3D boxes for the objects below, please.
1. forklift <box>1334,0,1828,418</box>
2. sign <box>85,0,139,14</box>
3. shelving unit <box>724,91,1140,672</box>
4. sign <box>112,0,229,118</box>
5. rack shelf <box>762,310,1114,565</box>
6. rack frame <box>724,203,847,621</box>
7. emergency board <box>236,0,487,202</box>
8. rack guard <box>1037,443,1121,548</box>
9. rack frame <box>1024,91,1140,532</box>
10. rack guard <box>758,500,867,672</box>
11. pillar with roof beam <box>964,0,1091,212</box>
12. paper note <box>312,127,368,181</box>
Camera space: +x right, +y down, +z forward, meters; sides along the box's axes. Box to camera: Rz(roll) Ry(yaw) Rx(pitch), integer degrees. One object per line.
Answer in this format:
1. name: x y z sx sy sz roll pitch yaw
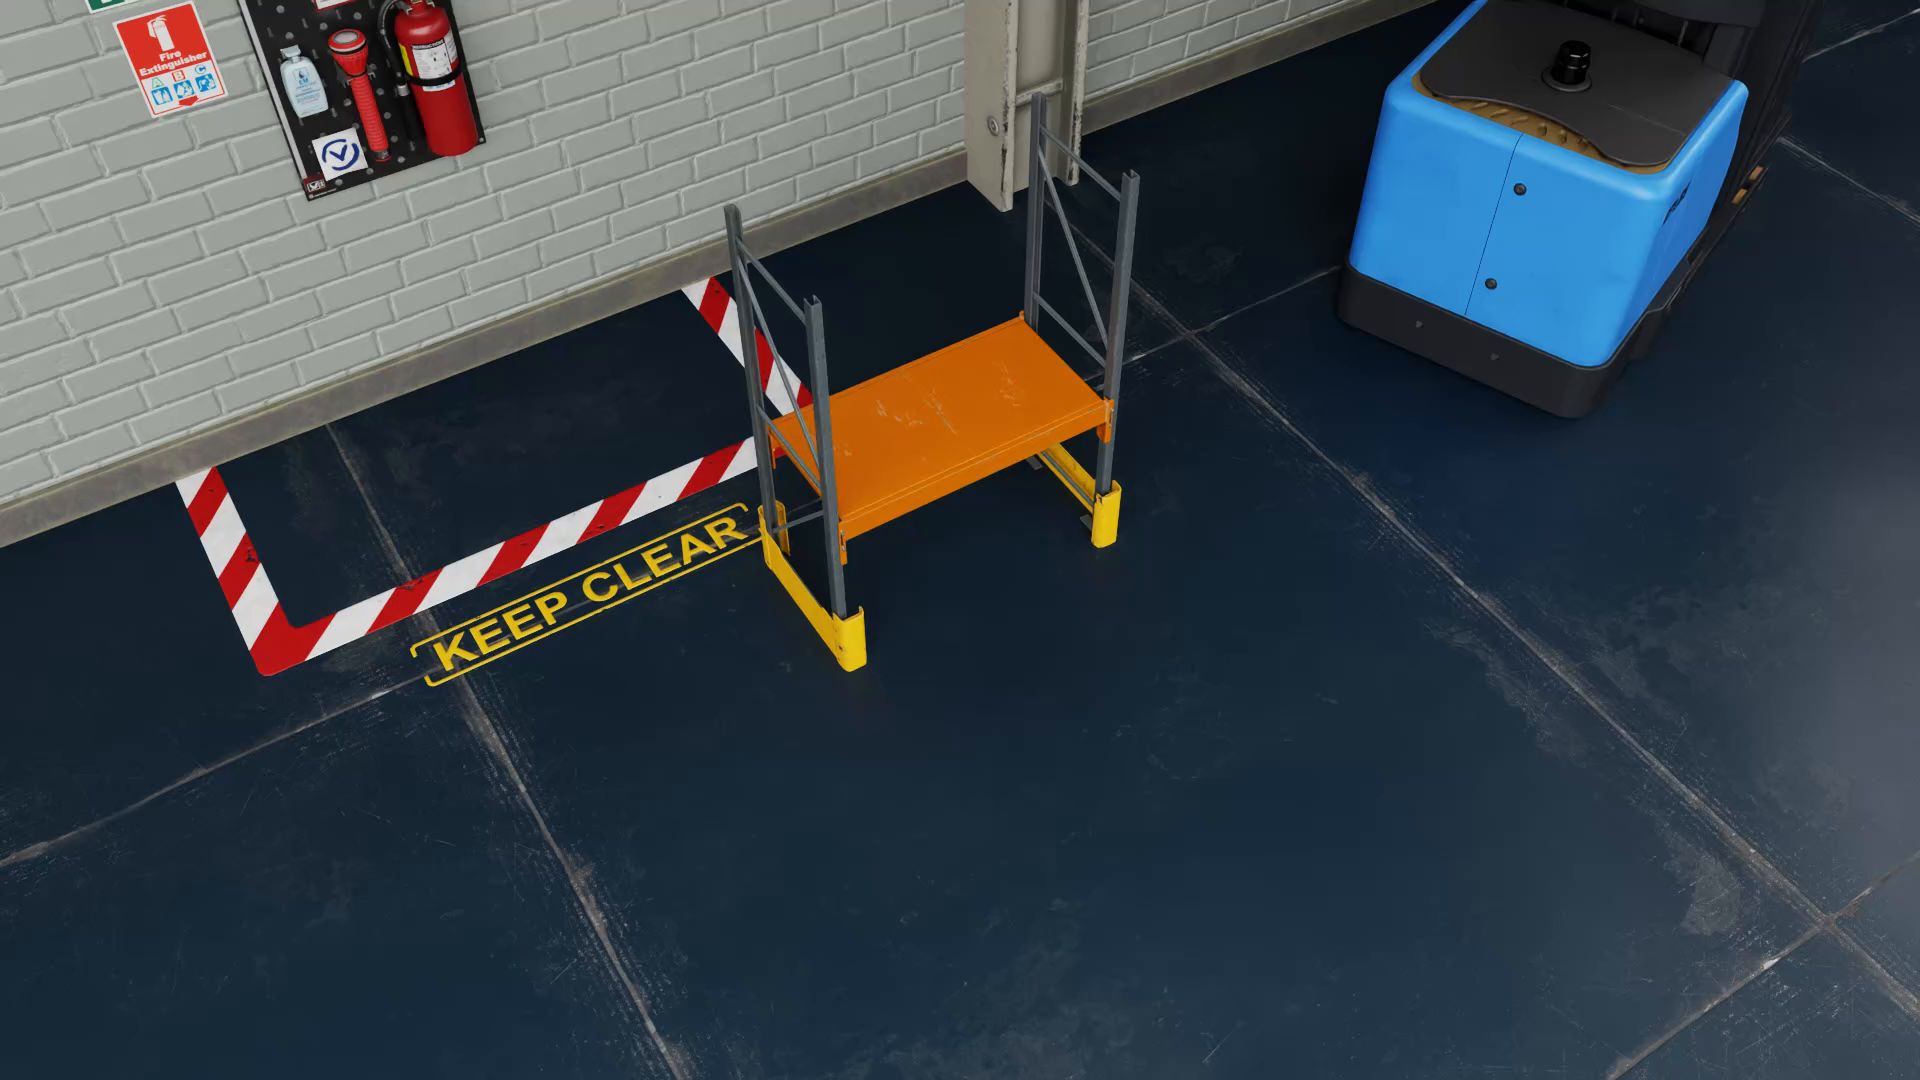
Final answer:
1. forklift: 2.734 -2.477 5.994 1.130 2.935 3.031 29 54 23
2. sign: -2.362 -1.616 4.802 0.331 0.109 0.001 -25 53 -21
3. shelving unit: -0.064 -0.468 5.163 1.083 1.500 0.587 -25 53 -21
4. sign: -2.370 -1.443 5.003 0.234 0.329 0.001 -25 53 -21
5. rack shelf: -0.072 -0.345 5.294 1.000 0.185 0.538 -25 53 -21
6. rack frame: -0.502 -0.262 4.979 0.032 1.500 0.500 -25 53 -21
7. emergency board: -1.848 -1.587 5.154 0.643 1.169 0.194 -25 53 -21
8. rack guard: 0.357 -0.251 5.806 0.087 0.250 0.587 -25 53 -21
9. rack frame: 0.358 -0.667 5.340 0.032 1.500 0.500 -25 53 -21
10. rack guard: -0.486 0.146 5.453 0.087 0.250 0.587 -25 53 -21
11. pillar with roof beam: 2.560 -1.823 1.348 0.400 9.000 9.100 -25 53 -21
12. paper note: -2.034 -1.267 5.459 0.142 0.148 0.016 -25 53 -21
